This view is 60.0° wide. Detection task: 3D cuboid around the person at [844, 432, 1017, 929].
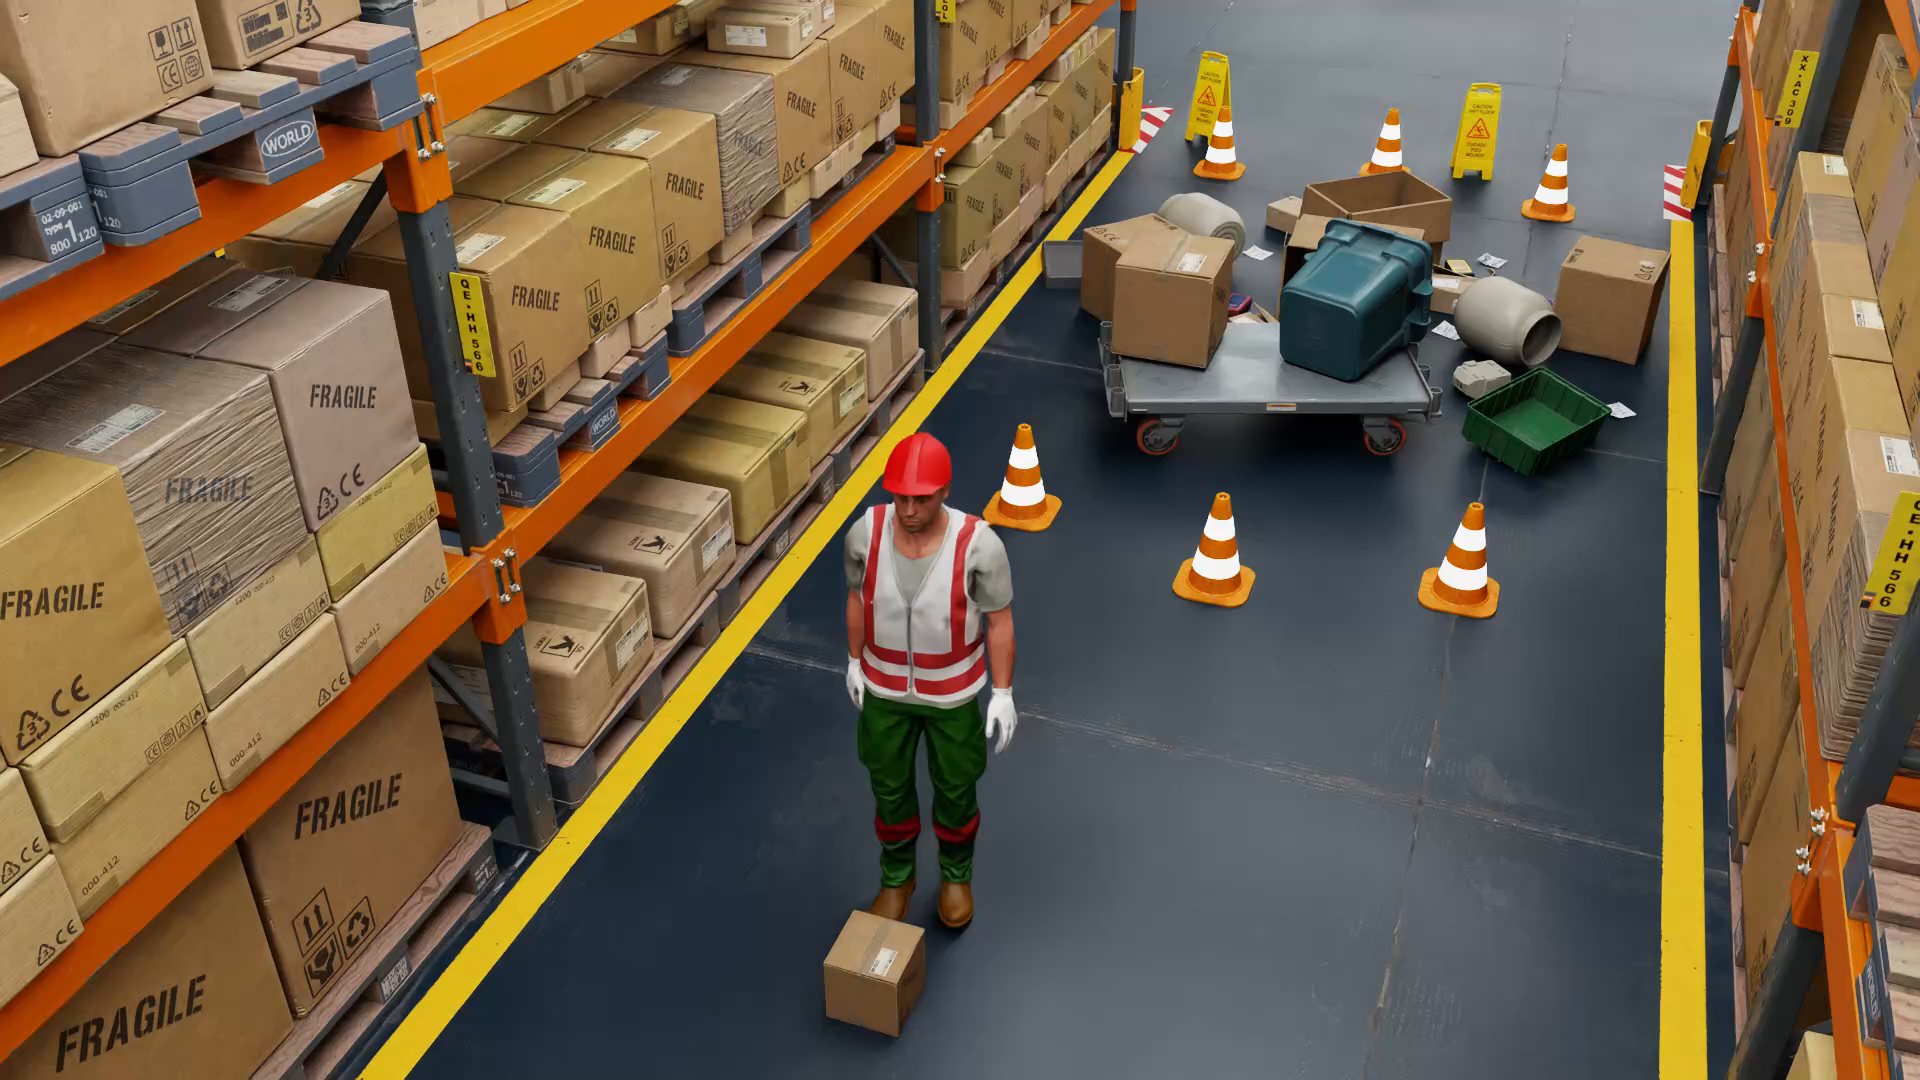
[{"bbox_3d":[-0.104,0.499,5.320,0.599,1.814,0.429,7,34,10],"label":"person"}]
